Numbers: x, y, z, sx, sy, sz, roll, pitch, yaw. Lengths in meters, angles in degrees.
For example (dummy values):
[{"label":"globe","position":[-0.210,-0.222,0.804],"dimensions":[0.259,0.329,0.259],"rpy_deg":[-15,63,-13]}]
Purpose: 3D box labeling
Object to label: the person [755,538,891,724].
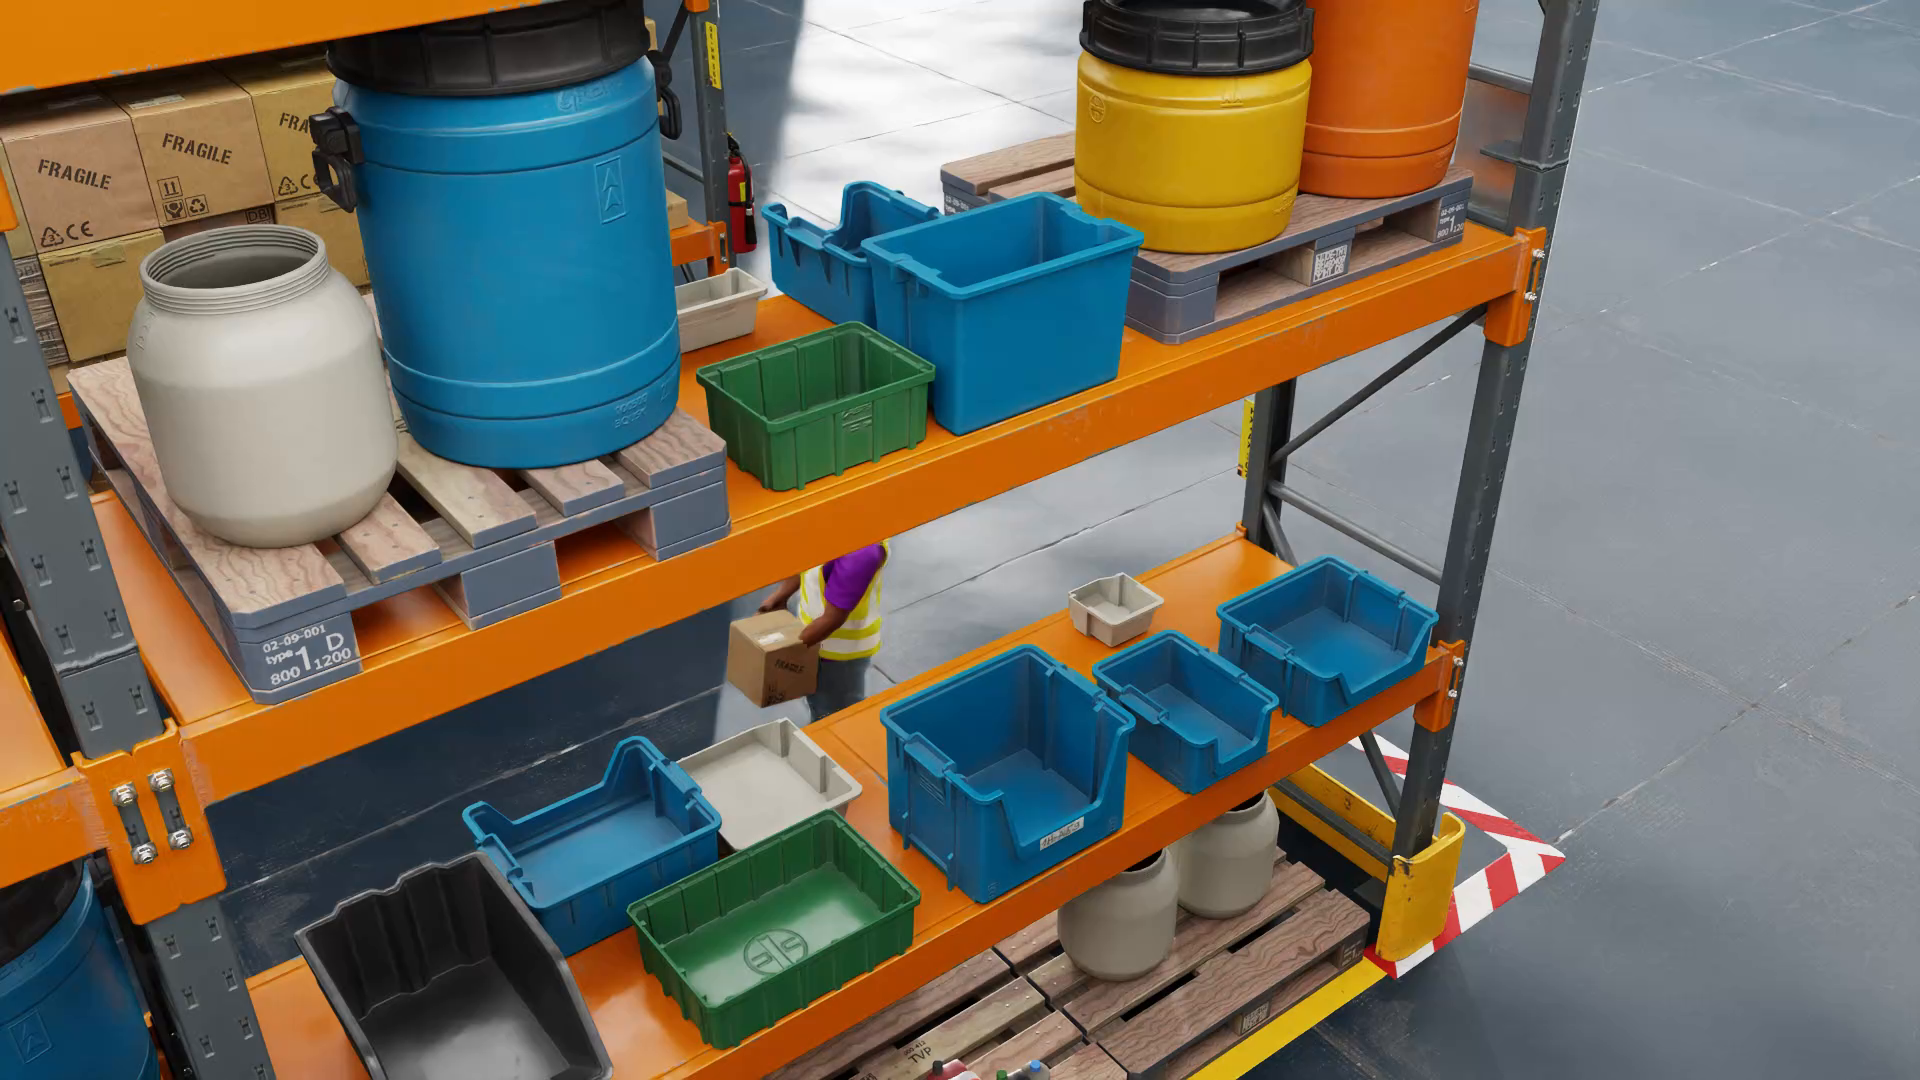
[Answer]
[{"label":"person","position":[-0.536,0.383,6.494],"dimensions":[0.538,1.771,0.537],"rpy_deg":[-6,33,-10]}]
